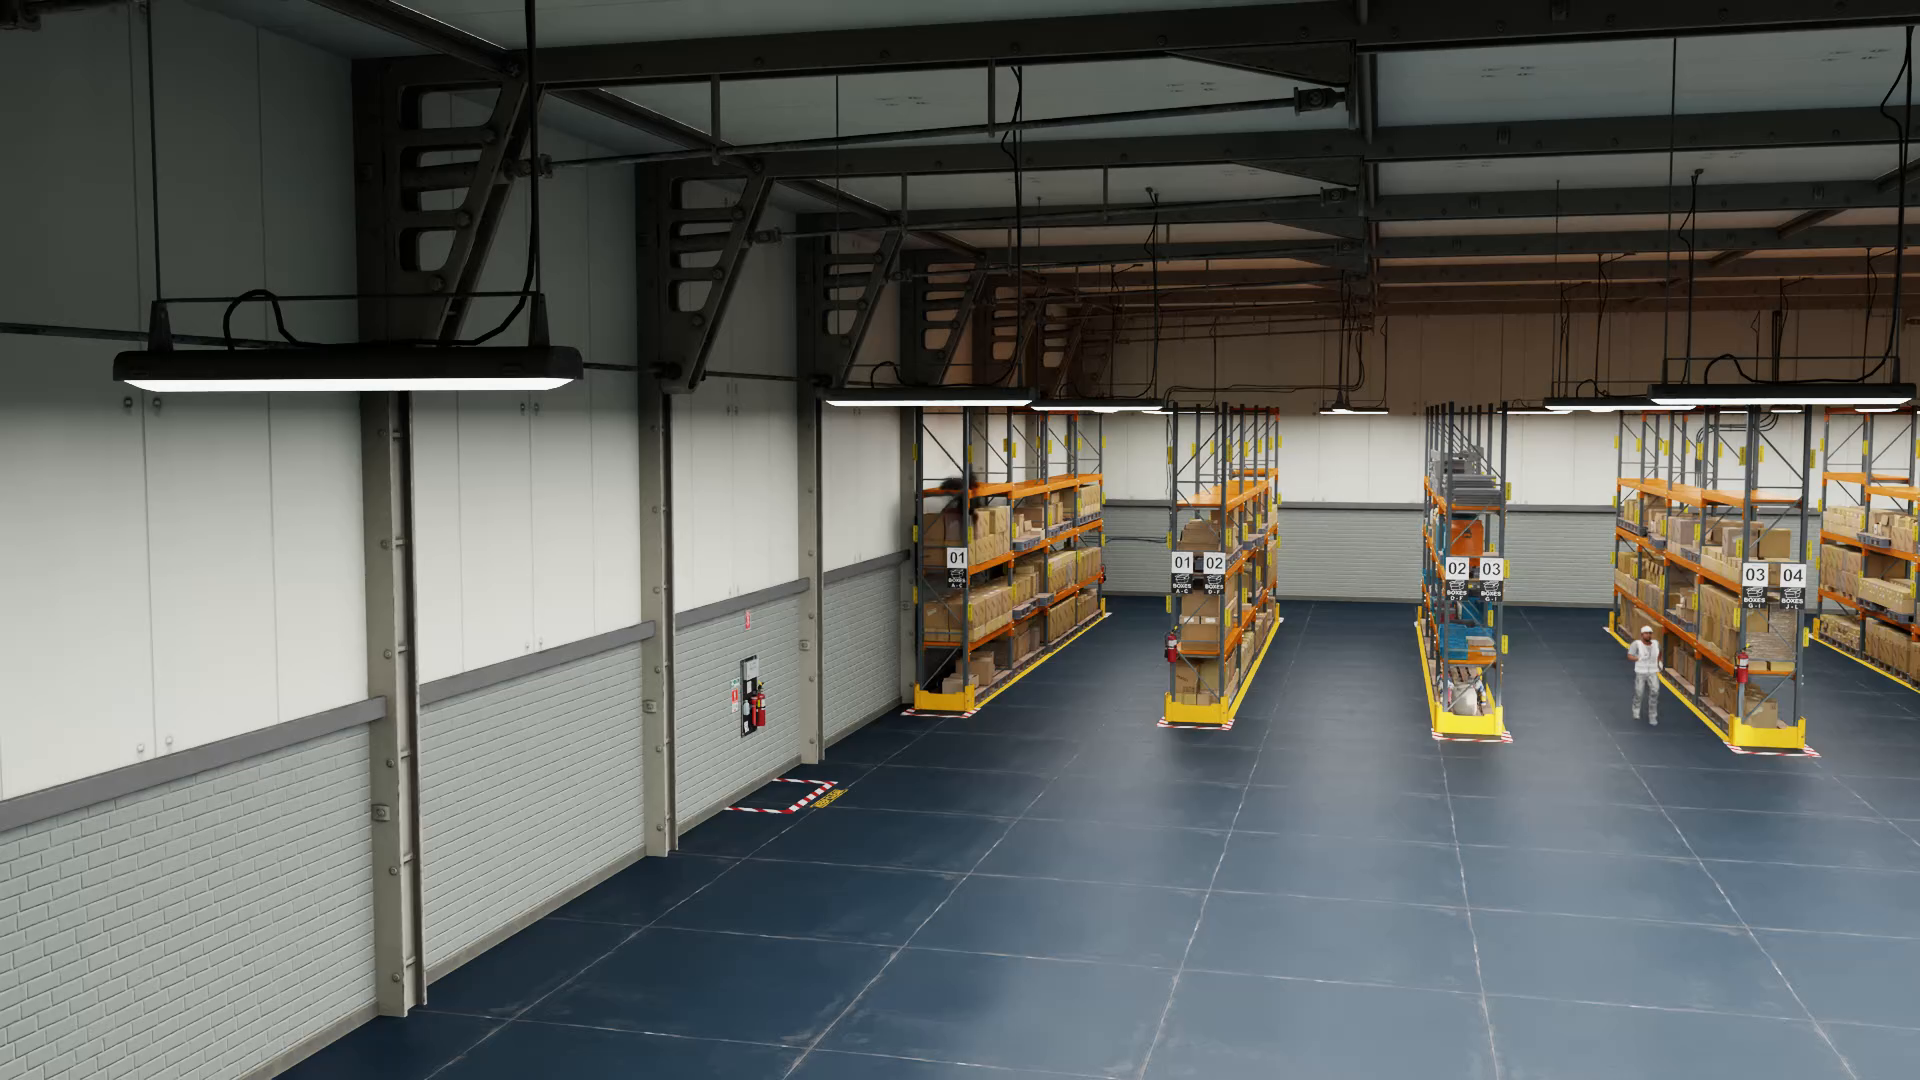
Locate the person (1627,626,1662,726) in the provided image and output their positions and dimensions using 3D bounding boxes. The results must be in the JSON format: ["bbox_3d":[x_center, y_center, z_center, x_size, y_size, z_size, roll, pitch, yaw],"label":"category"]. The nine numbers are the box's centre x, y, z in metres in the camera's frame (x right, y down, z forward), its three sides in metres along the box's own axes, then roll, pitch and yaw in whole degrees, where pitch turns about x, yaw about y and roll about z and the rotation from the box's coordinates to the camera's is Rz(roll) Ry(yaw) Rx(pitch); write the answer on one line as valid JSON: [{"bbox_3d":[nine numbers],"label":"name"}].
[{"bbox_3d":[12.845,2.526,31.172,0.704,1.851,0.796,1,4,7],"label":"person"}]

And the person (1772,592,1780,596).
[{"bbox_3d":[21.422,1.715,43.820,0.849,1.569,0.668,-3,5,-39],"label":"person"}]
